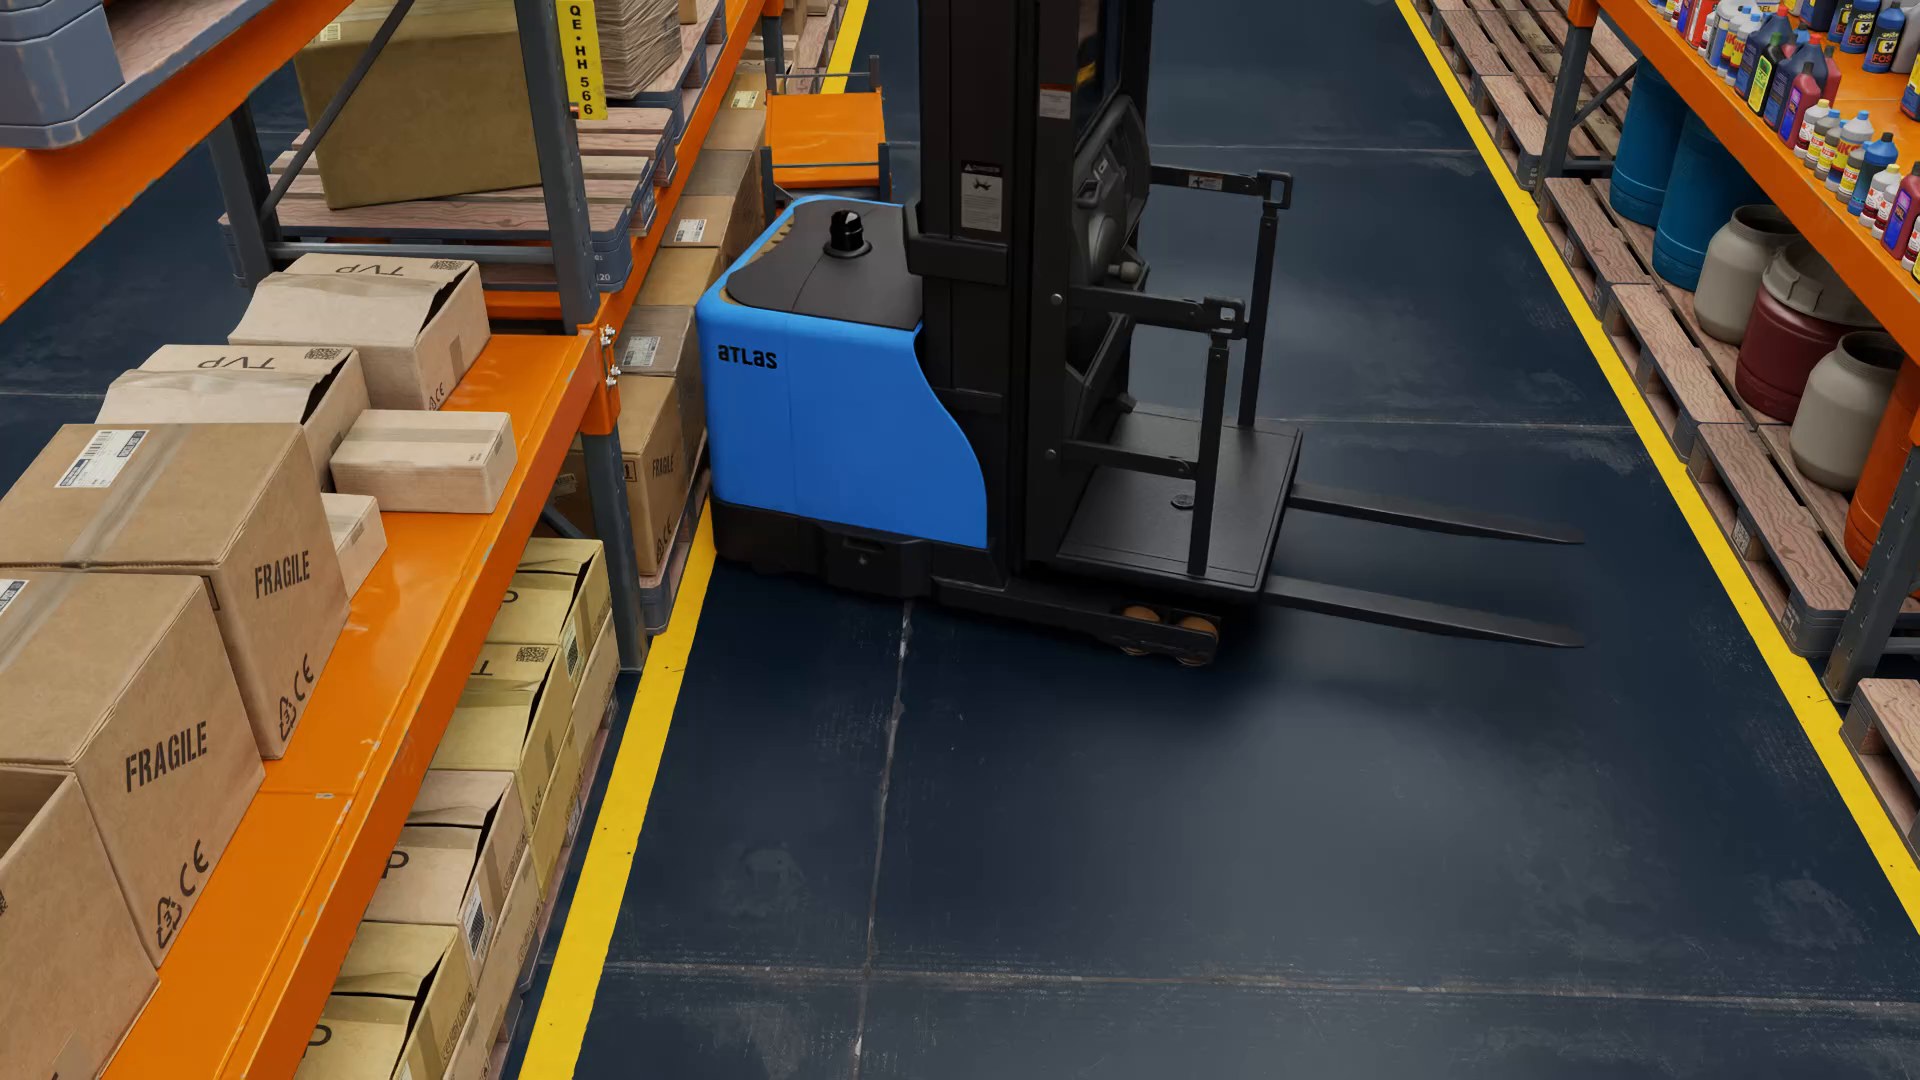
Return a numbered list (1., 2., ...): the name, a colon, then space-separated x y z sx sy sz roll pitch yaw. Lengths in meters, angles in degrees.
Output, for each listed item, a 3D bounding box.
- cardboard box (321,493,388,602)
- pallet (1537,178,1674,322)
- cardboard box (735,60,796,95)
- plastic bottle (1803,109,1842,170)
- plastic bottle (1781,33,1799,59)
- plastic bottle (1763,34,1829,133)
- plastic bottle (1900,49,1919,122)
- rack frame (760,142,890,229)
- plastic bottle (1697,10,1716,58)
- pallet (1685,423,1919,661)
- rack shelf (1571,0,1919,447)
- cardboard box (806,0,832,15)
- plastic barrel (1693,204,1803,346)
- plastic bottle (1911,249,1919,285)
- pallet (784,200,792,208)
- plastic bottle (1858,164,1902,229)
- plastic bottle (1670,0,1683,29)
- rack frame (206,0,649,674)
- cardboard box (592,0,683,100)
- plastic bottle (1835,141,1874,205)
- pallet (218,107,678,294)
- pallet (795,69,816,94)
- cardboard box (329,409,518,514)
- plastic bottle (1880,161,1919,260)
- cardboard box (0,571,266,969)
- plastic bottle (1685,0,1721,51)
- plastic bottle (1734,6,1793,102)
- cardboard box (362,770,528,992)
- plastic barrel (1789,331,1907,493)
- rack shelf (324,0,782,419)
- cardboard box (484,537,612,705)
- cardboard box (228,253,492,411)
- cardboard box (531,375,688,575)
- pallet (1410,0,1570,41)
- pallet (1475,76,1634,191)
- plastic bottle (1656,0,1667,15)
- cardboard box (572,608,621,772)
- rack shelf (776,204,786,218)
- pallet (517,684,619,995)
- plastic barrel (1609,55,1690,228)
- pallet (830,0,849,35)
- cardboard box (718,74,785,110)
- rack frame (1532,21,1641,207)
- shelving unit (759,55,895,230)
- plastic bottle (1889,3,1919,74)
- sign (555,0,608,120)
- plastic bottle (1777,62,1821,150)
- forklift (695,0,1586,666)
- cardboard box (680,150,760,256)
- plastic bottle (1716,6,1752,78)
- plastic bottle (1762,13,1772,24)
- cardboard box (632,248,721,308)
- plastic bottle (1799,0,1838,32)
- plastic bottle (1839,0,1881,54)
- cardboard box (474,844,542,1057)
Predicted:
1. cardboard box: -1.564 0.014 3.840 0.380 0.149 0.250 4 35 5
2. pallet: 3.468 -1.421 8.089 1.003 0.211 1.213 1 35 2
3. cardboard box: -1.175 -2.437 9.065 0.500 0.311 0.500 1 35 2
4. plastic bottle: 3.026 -1.401 5.808 0.097 0.201 0.097 0 35 0
5. plastic bottle: 3.090 -1.739 6.217 0.061 0.283 0.133 1 35 2
6. plastic bottle: 3.064 -1.676 6.068 0.144 0.351 0.185 1 35 2
7. plastic bottle: 3.630 -1.742 6.163 0.144 0.351 0.185 1 35 2
8. rack frame: -0.527 -1.076 6.802 0.500 1.125 0.032 -3 35 -4
9. plastic bottle: 3.073 -2.068 6.757 0.097 0.201 0.097 0 35 0
10. pallet: 3.370 -0.019 6.094 1.003 0.211 1.213 1 35 2
11. rack shelf: 3.461 -1.561 6.488 1.077 0.370 4.000 1 35 2
12. cardboard box: -1.091 -3.611 10.788 0.500 0.250 0.500 1 35 2
13. plastic barrel: 3.362 -1.117 7.029 0.421 0.512 0.421 0 35 0
14. plastic bottle: 2.970 -0.901 5.025 0.061 0.283 0.133 1 35 2
15. pallet: -1.403 -1.512 8.218 1.003 0.211 1.213 1 35 2
16. plastic bottle: 3.006 -1.122 5.410 0.097 0.201 0.097 0 35 0
17. plastic bottle: 3.087 -2.278 7.055 0.097 0.201 0.097 0 35 0
18. rack frame: -1.569 -0.823 4.812 1.000 3.000 0.127 1 35 2
19. cardboard box: -1.429 -1.921 5.923 0.700 0.500 0.500 8 36 11
20. plastic bottle: 3.014 -1.234 5.569 0.097 0.201 0.097 0 35 0
21. pallet: -1.612 -1.135 5.424 1.213 0.211 1.003 1 35 2
22. pallet: -1.380 -2.375 9.445 1.003 0.211 1.213 1 35 2
23. cardboard box: -1.329 -0.197 4.140 0.380 0.149 0.250 1 35 2
24. plastic bottle: 2.980 -1.033 5.213 0.061 0.283 0.133 1 35 2
25. cardboard box: -1.641 0.403 2.981 0.500 0.500 0.500 1 35 2
26. plastic bottle: 3.105 -2.165 6.829 0.152 0.276 0.135 1 35 2
27. plastic bottle: 3.077 -1.858 6.328 0.144 0.351 0.185 1 35 2
28. cardboard box: -1.381 0.796 4.047 0.500 0.311 0.500 1 35 2
29. plastic barrel: 3.316 -0.468 6.106 0.421 0.512 0.421 0 35 0
30. rack shelf: -1.488 -1.678 6.654 1.077 0.370 4.000 1 35 2
31. cardboard box: -1.344 0.207 4.884 0.500 0.311 0.500 2 35 3
32. cardboard box: -1.627 -0.578 4.542 0.500 0.311 0.500 3 35 5
33. cardboard box: -1.265 -0.235 5.767 0.500 0.500 0.500 3 35 4
34. pallet: 3.630 -3.689 11.315 1.003 0.211 1.213 1 35 2
35. pallet: 3.532 -2.287 9.320 1.003 0.211 1.213 1 35 2
36. plastic bottle: 3.095 -2.418 7.194 0.097 0.271 0.097 0 35 0
37. cardboard box: -1.346 0.438 5.044 0.500 0.250 0.500 2 35 3
38. rack shelf: -0.567 -1.167 7.357 0.538 0.278 1.000 -3 35 -4
39. pallet: -1.641 0.790 4.942 1.003 0.211 1.213 1 35 2
40. plastic barrel: 3.502 -2.006 7.955 0.600 0.901 0.708 1 35 2
41. pallet: -1.282 -3.776 11.440 1.003 0.211 1.213 1 35 2
42. cardboard box: -1.142 -1.988 8.262 0.500 0.500 0.500 1 35 2
43. rack frame: 3.541 -3.004 7.916 1.000 3.000 0.127 1 35 2
44. shelving unit: -0.567 -1.367 7.217 0.538 1.125 1.048 -3 35 -4
45. plastic bottle: 3.799 -2.010 6.609 0.152 0.276 0.135 1 35 2
46. sign: -1.014 -1.286 4.464 0.100 0.325 0.005 1 35 2
47. plastic bottle: 3.016 -1.557 5.959 0.061 0.283 0.133 1 35 2
48. forklift: 0.673 -1.115 5.288 3.031 2.935 1.130 10 36 14
49. cardboard box: -1.190 -1.416 7.448 0.500 0.500 0.500 2 35 2
50. plastic bottle: 3.063 -1.963 6.547 0.097 0.271 0.097 0 35 0
51. plastic bottle: 3.221 -2.009 6.672 0.097 0.201 0.097 0 35 0
52. cardboard box: -1.224 -0.824 6.605 0.500 0.500 0.500 1 35 1
53. plastic bottle: 3.680 -2.346 7.022 0.144 0.351 0.185 1 35 2
54. plastic bottle: 3.683 -2.133 6.788 0.097 0.271 0.097 0 35 0
55. cardboard box: -1.387 1.023 4.211 0.500 0.250 0.500 2 35 3
